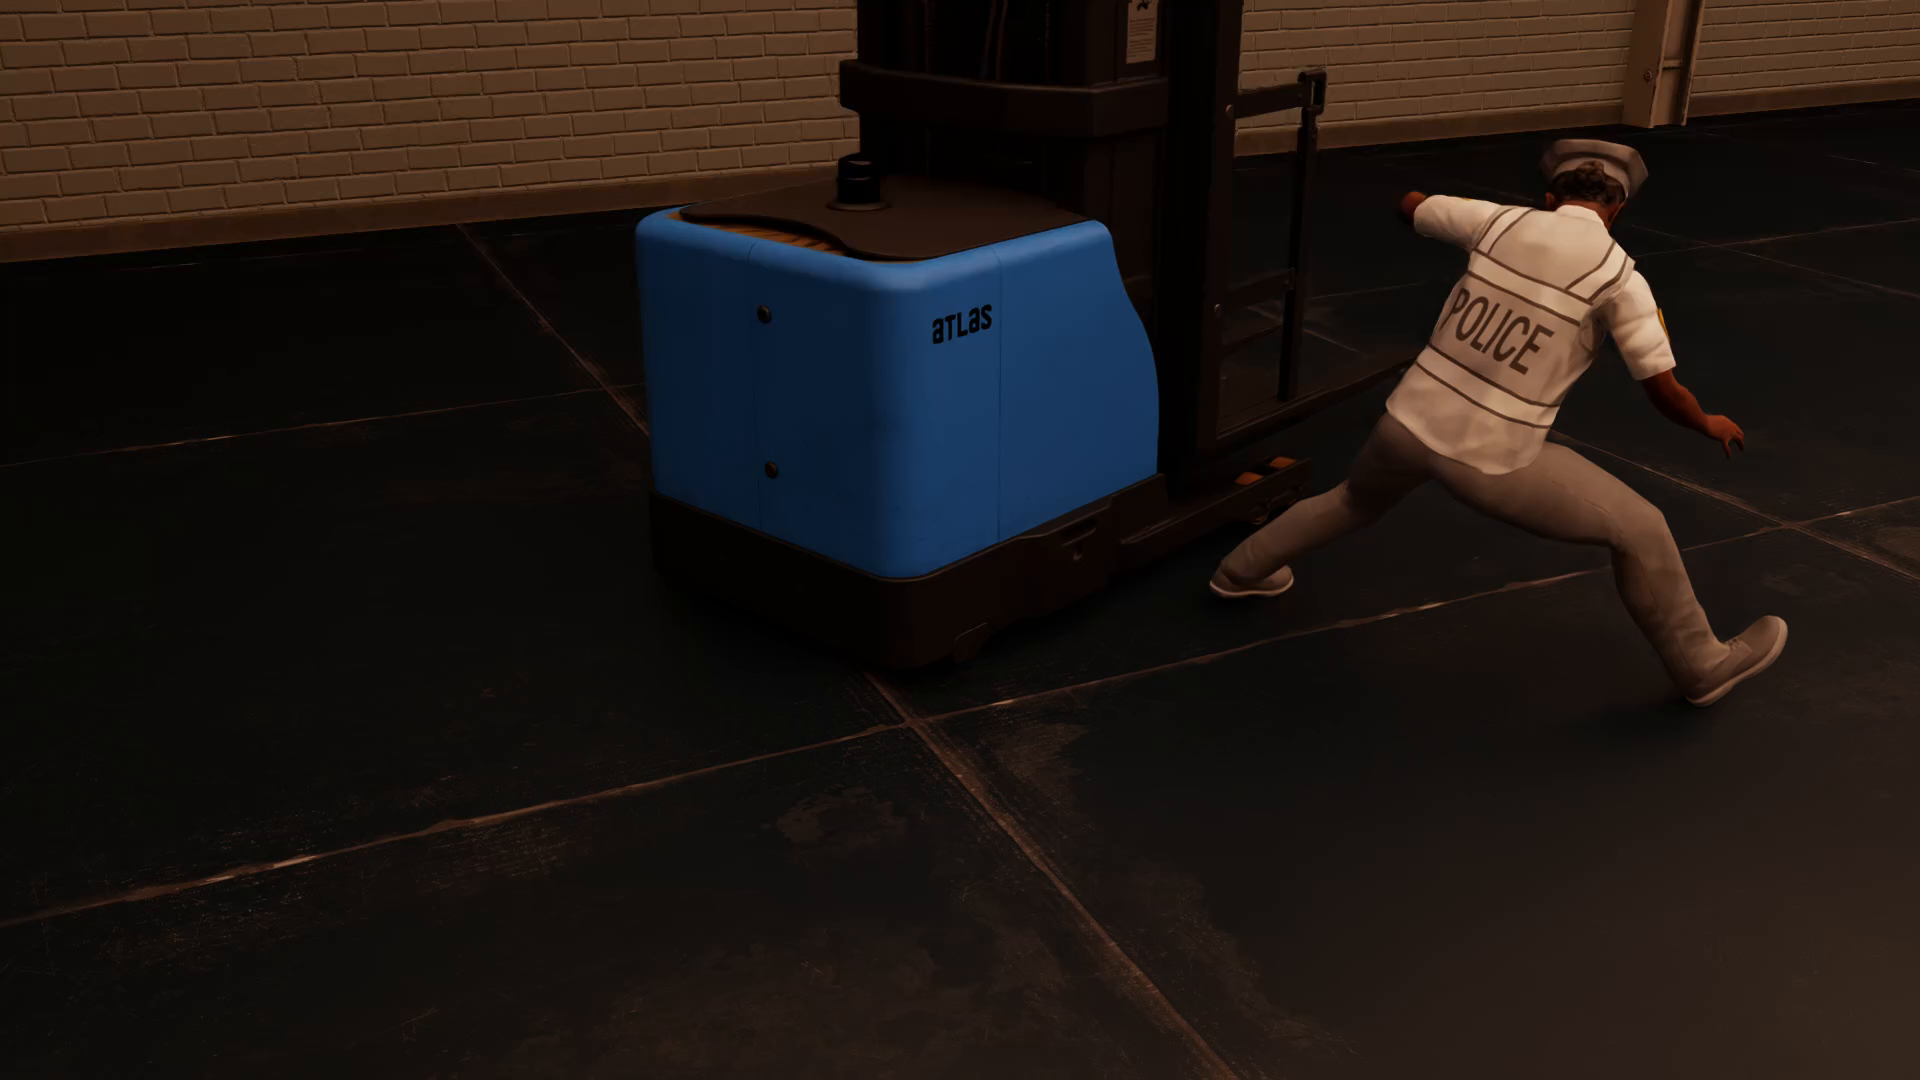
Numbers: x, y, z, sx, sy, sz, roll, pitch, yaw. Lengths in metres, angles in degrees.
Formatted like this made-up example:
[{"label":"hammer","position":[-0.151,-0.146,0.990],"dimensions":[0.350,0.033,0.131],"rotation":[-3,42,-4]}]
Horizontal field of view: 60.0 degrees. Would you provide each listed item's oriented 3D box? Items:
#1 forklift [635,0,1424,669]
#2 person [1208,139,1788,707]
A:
[{"label":"forklift","position":[0.486,-1.515,4.933],"dimensions":[1.130,2.935,3.031],"rotation":[19,29,38]},{"label":"person","position":[1.357,-0.326,4.157],"dimensions":[0.795,1.339,1.287],"rotation":[-15,27,-31]}]
